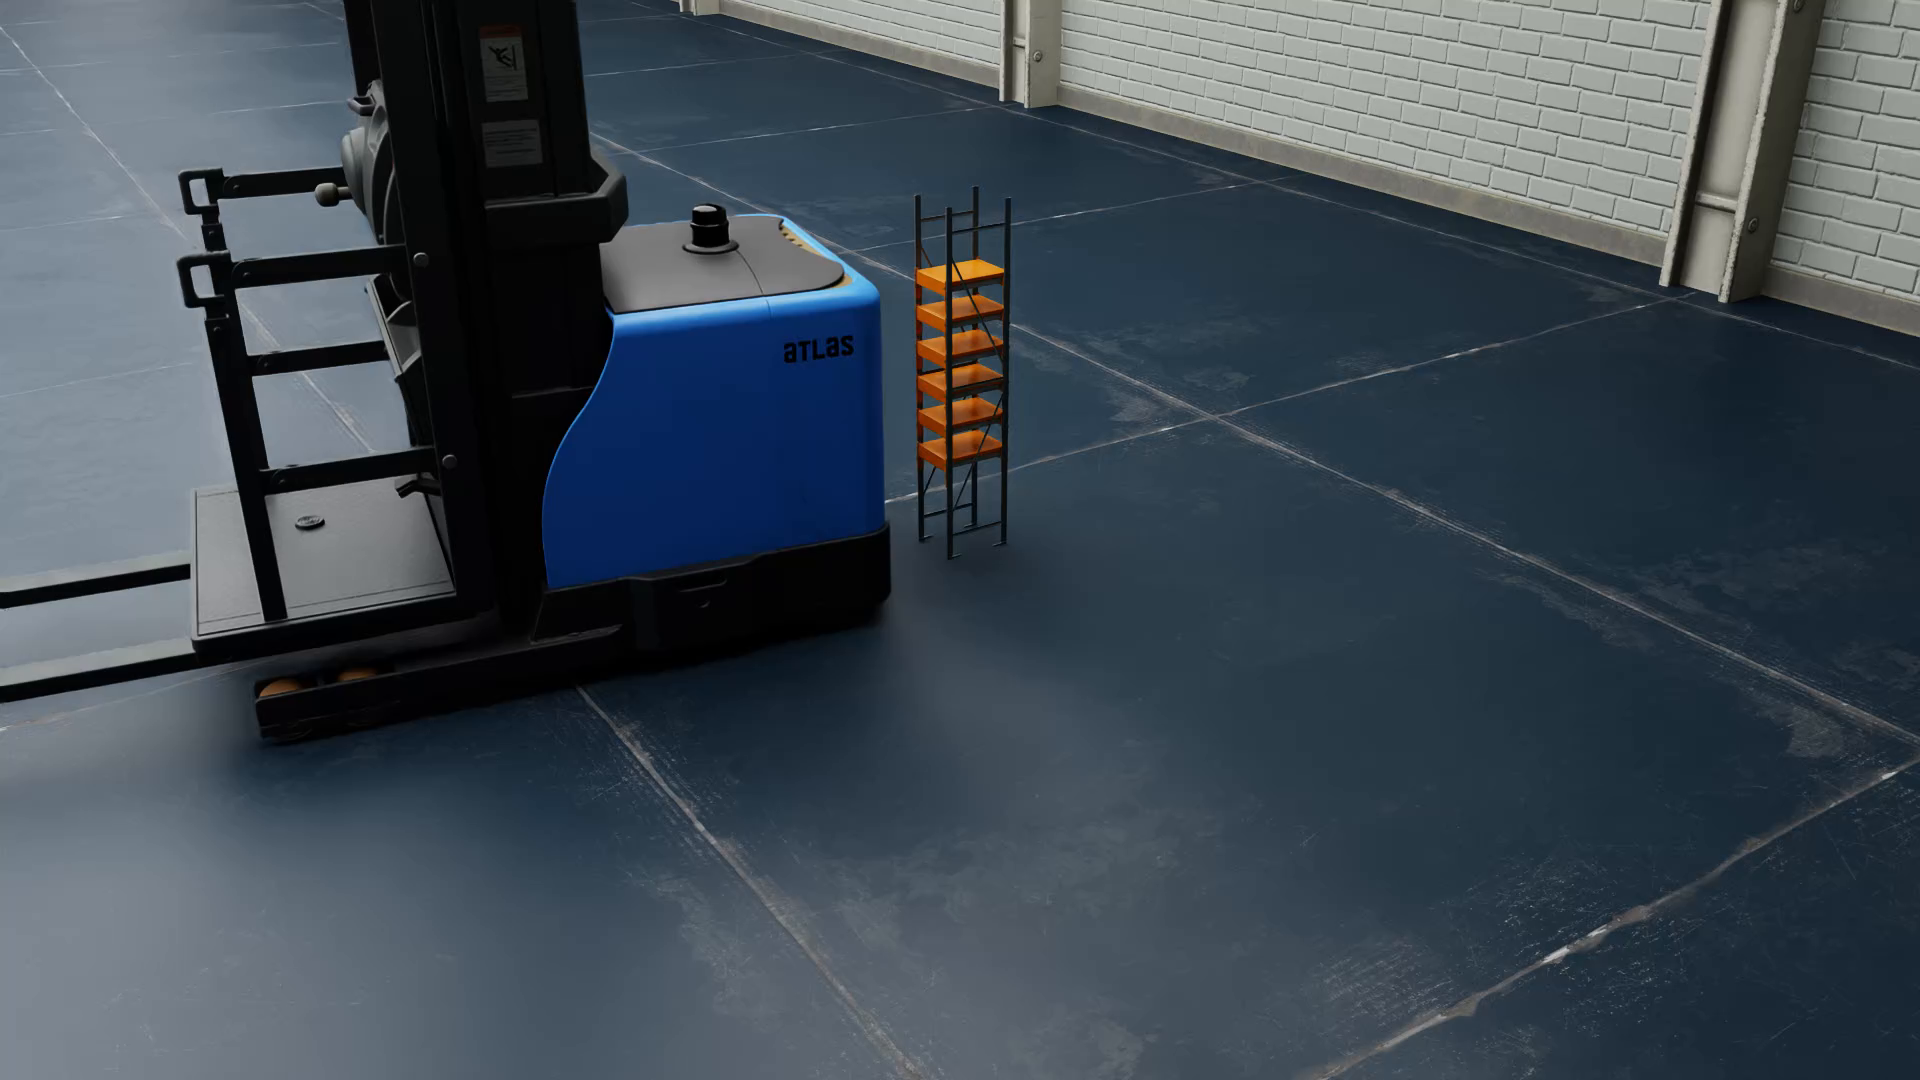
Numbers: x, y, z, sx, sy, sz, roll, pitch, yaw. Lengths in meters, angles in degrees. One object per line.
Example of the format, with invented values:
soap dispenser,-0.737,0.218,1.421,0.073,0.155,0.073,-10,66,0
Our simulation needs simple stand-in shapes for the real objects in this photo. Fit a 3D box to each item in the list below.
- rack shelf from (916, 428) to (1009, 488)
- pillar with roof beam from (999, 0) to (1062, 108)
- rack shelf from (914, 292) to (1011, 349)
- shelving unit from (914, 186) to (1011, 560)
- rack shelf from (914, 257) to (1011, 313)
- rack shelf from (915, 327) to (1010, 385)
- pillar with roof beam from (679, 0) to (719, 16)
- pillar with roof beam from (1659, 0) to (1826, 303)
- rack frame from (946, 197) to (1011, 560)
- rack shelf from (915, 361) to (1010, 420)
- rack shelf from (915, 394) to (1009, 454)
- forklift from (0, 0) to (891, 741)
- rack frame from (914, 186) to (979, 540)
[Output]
rack shelf,0.008,-0.280,5.604,0.258,0.103,0.180,-16,29,-30
pillar with roof beam,-3.063,-6.490,8.957,9.100,9.000,0.400,-16,29,-30
rack shelf,0.008,-0.714,5.399,0.258,0.103,0.180,-16,29,-30
shelving unit,0.008,-0.537,5.483,0.258,1.200,0.189,-16,29,-30
rack shelf,0.008,-0.823,5.348,0.258,0.103,0.180,-16,29,-30
rack shelf,0.008,-0.606,5.451,0.258,0.103,0.180,-16,29,-30
pillar with roof beam,-6.339,-8.636,13.503,9.100,9.000,0.400,-16,29,-30
pillar with roof beam,0.212,-4.344,4.411,9.100,9.000,0.400,-16,29,-30
rack frame,0.058,-0.505,5.414,0.240,1.200,0.006,-16,29,-30
rack shelf,0.008,-0.497,5.502,0.258,0.103,0.180,-16,29,-30
rack shelf,0.008,-0.389,5.553,0.258,0.103,0.180,-16,29,-30
forklift,-1.784,-1.029,4.496,3.031,2.935,1.130,-10,27,-21
rack frame,-0.042,-0.570,5.552,0.240,1.200,0.006,-16,29,-30
